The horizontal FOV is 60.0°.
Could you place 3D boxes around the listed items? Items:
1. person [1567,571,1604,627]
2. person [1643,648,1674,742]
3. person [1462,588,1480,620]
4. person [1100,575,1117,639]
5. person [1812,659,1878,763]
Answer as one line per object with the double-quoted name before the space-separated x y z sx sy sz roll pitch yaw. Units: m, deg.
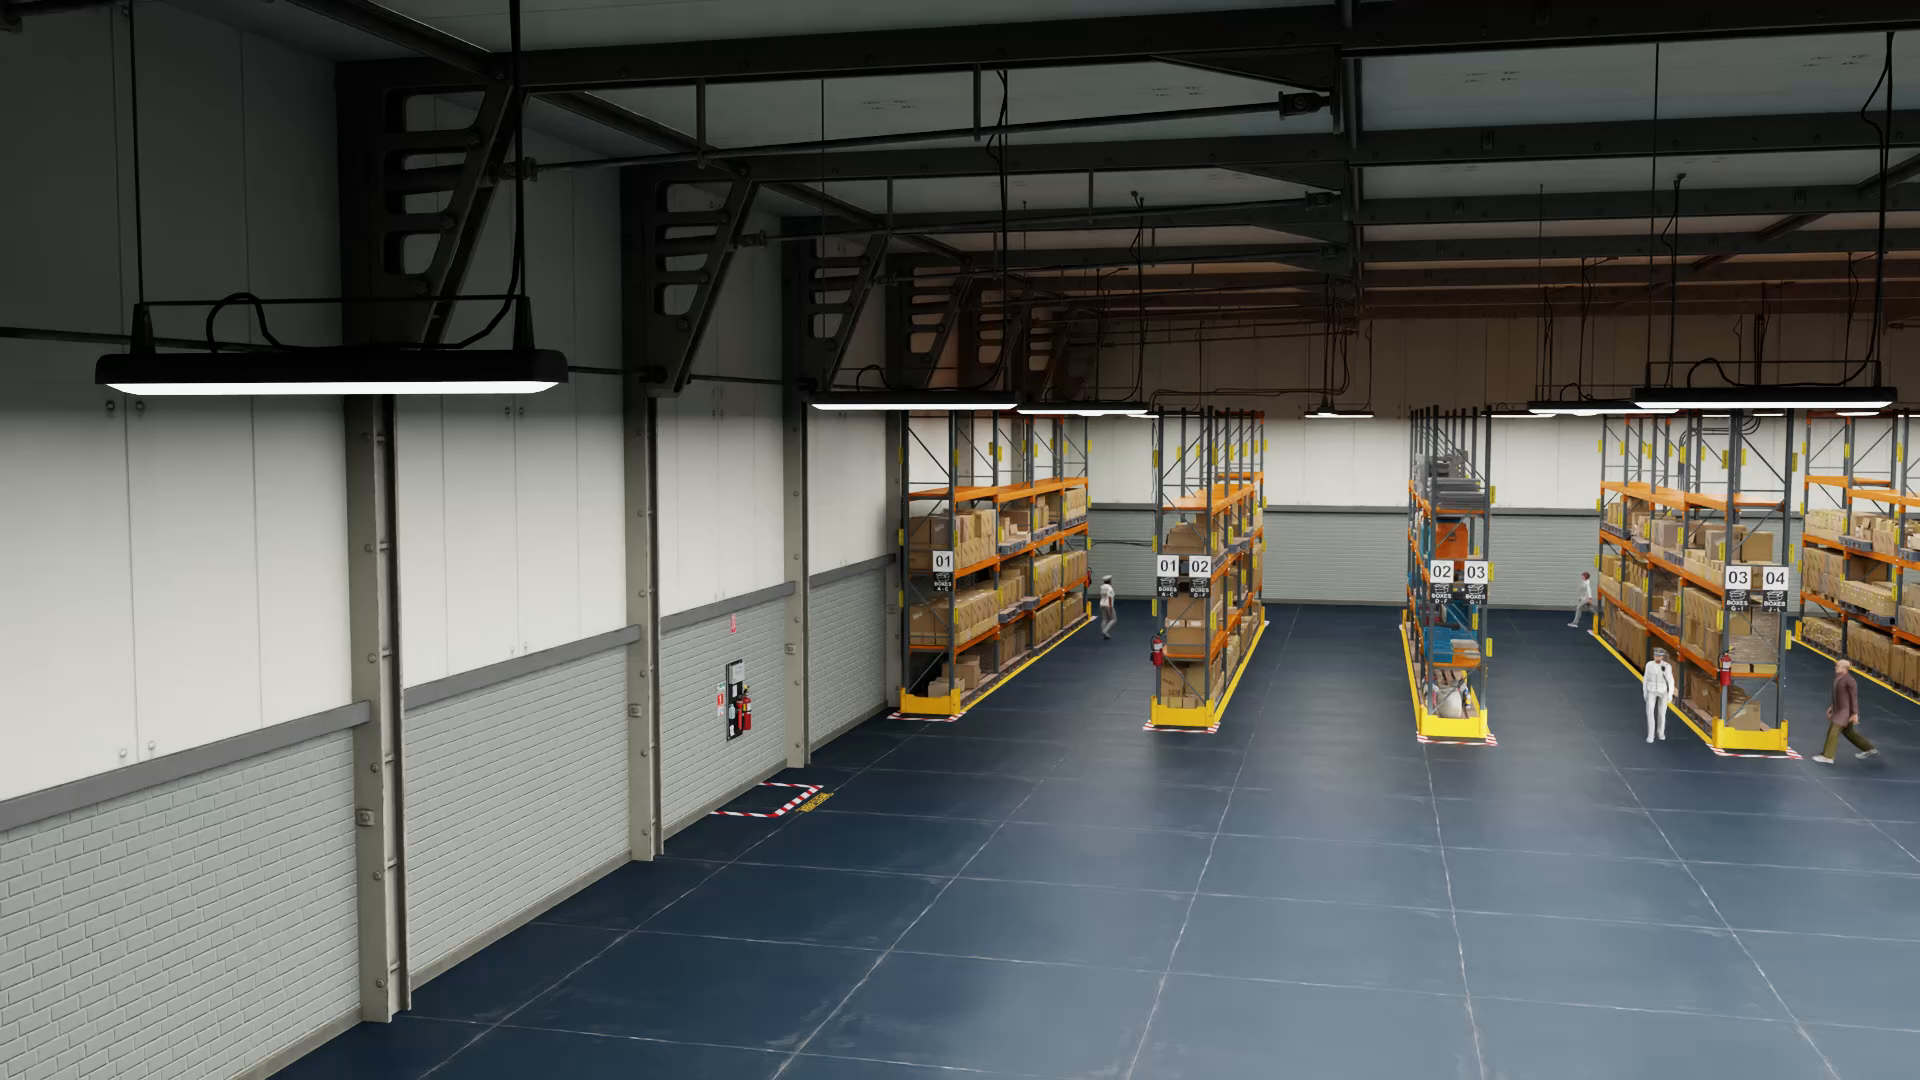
"person" 17.330 1.640 45.975 0.967 1.545 0.382 2 5 28
"person" 12.490 2.775 29.746 0.531 1.717 0.486 2 5 31
"person" 14.641 1.456 47.681 0.652 1.628 1.129 1 4 9
"person" 3.830 1.761 43.569 0.454 1.685 0.524 -2 5 -31
"person" 14.789 2.855 27.762 1.099 1.738 0.613 0 4 6
